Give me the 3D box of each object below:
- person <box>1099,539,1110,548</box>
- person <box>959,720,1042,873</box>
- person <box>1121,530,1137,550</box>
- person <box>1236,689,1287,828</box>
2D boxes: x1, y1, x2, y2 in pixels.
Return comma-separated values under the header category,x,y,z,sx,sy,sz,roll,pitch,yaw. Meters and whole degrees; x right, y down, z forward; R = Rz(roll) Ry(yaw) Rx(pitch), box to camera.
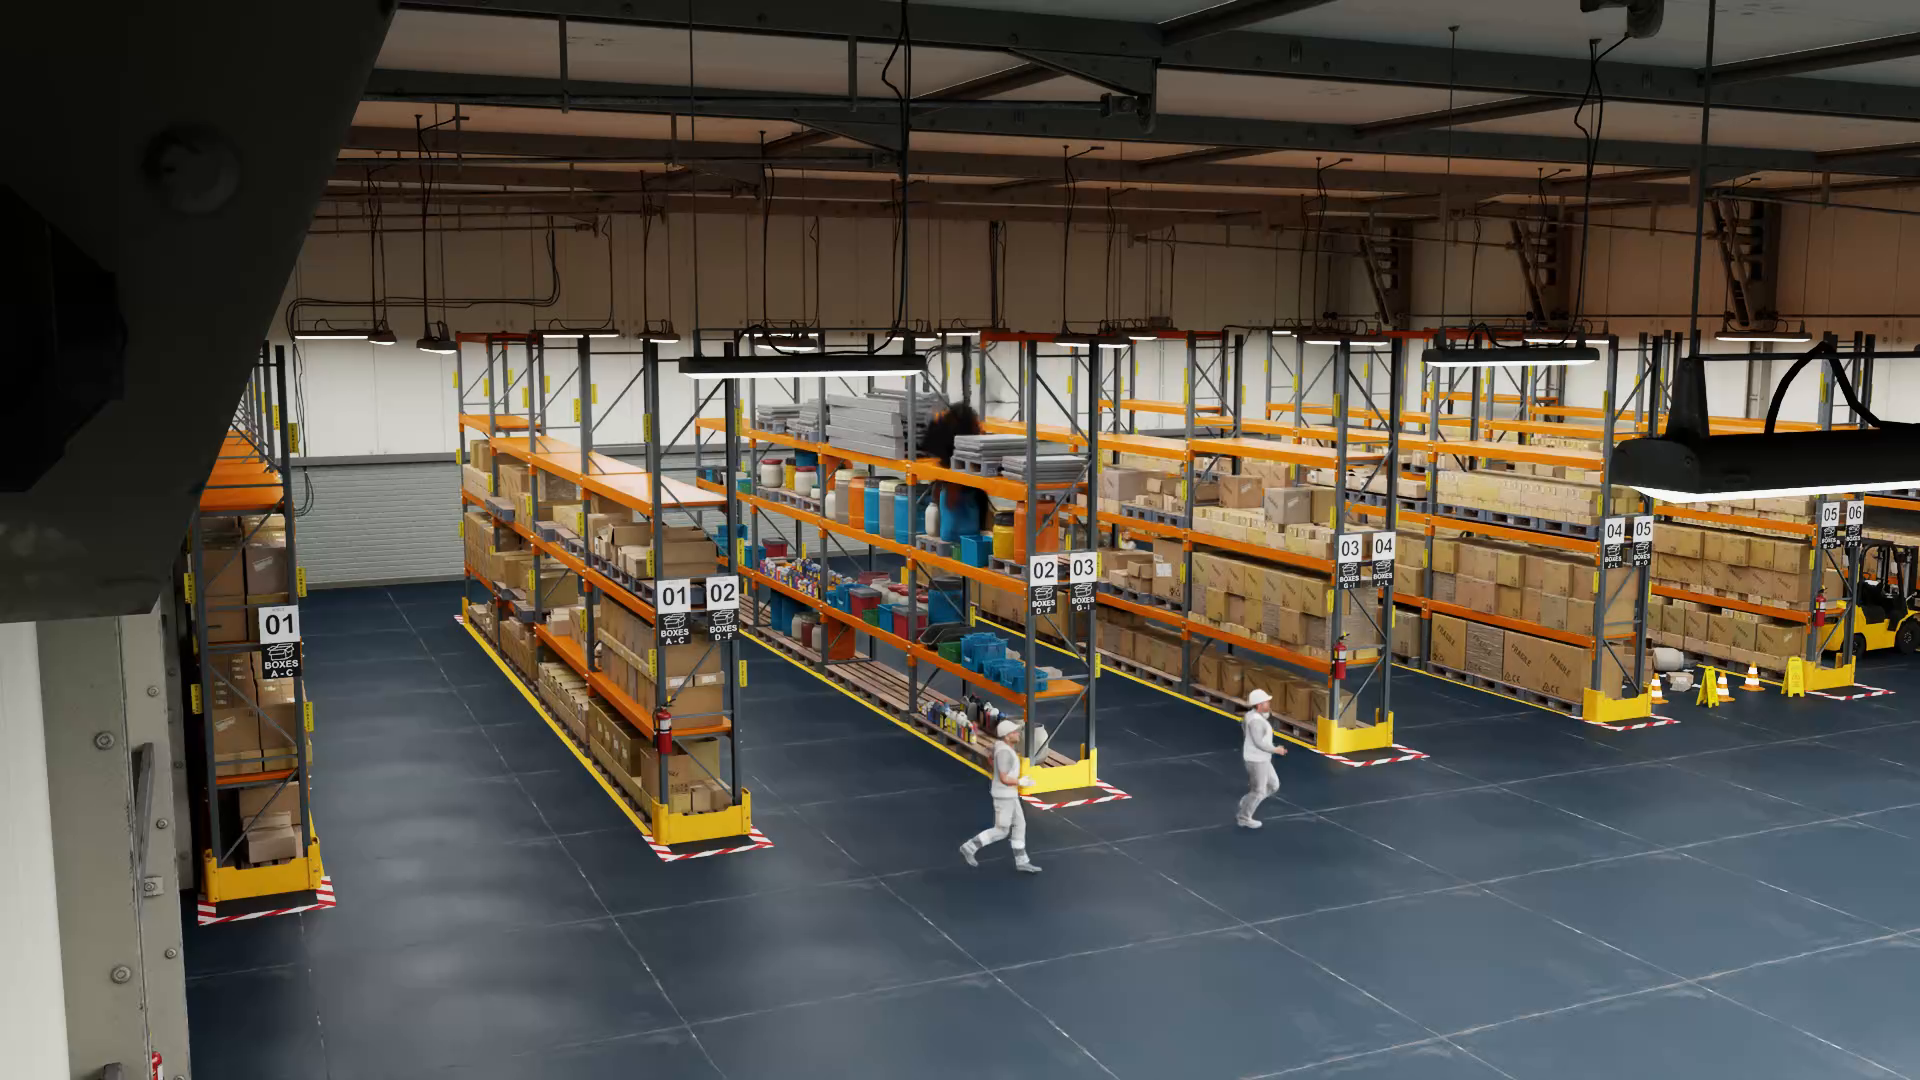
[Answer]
category,x,y,z,sx,sy,sz,roll,pitch,yaw
person,3.039,0.807,35.003,0.624,1.672,0.677,-5,9,-31
person,0.463,2.917,18.899,0.951,1.785,0.668,0,8,1
person,3.677,0.585,36.703,0.555,1.637,0.581,-3,8,-21
person,3.743,2.694,20.595,0.604,1.729,0.693,1,8,10
